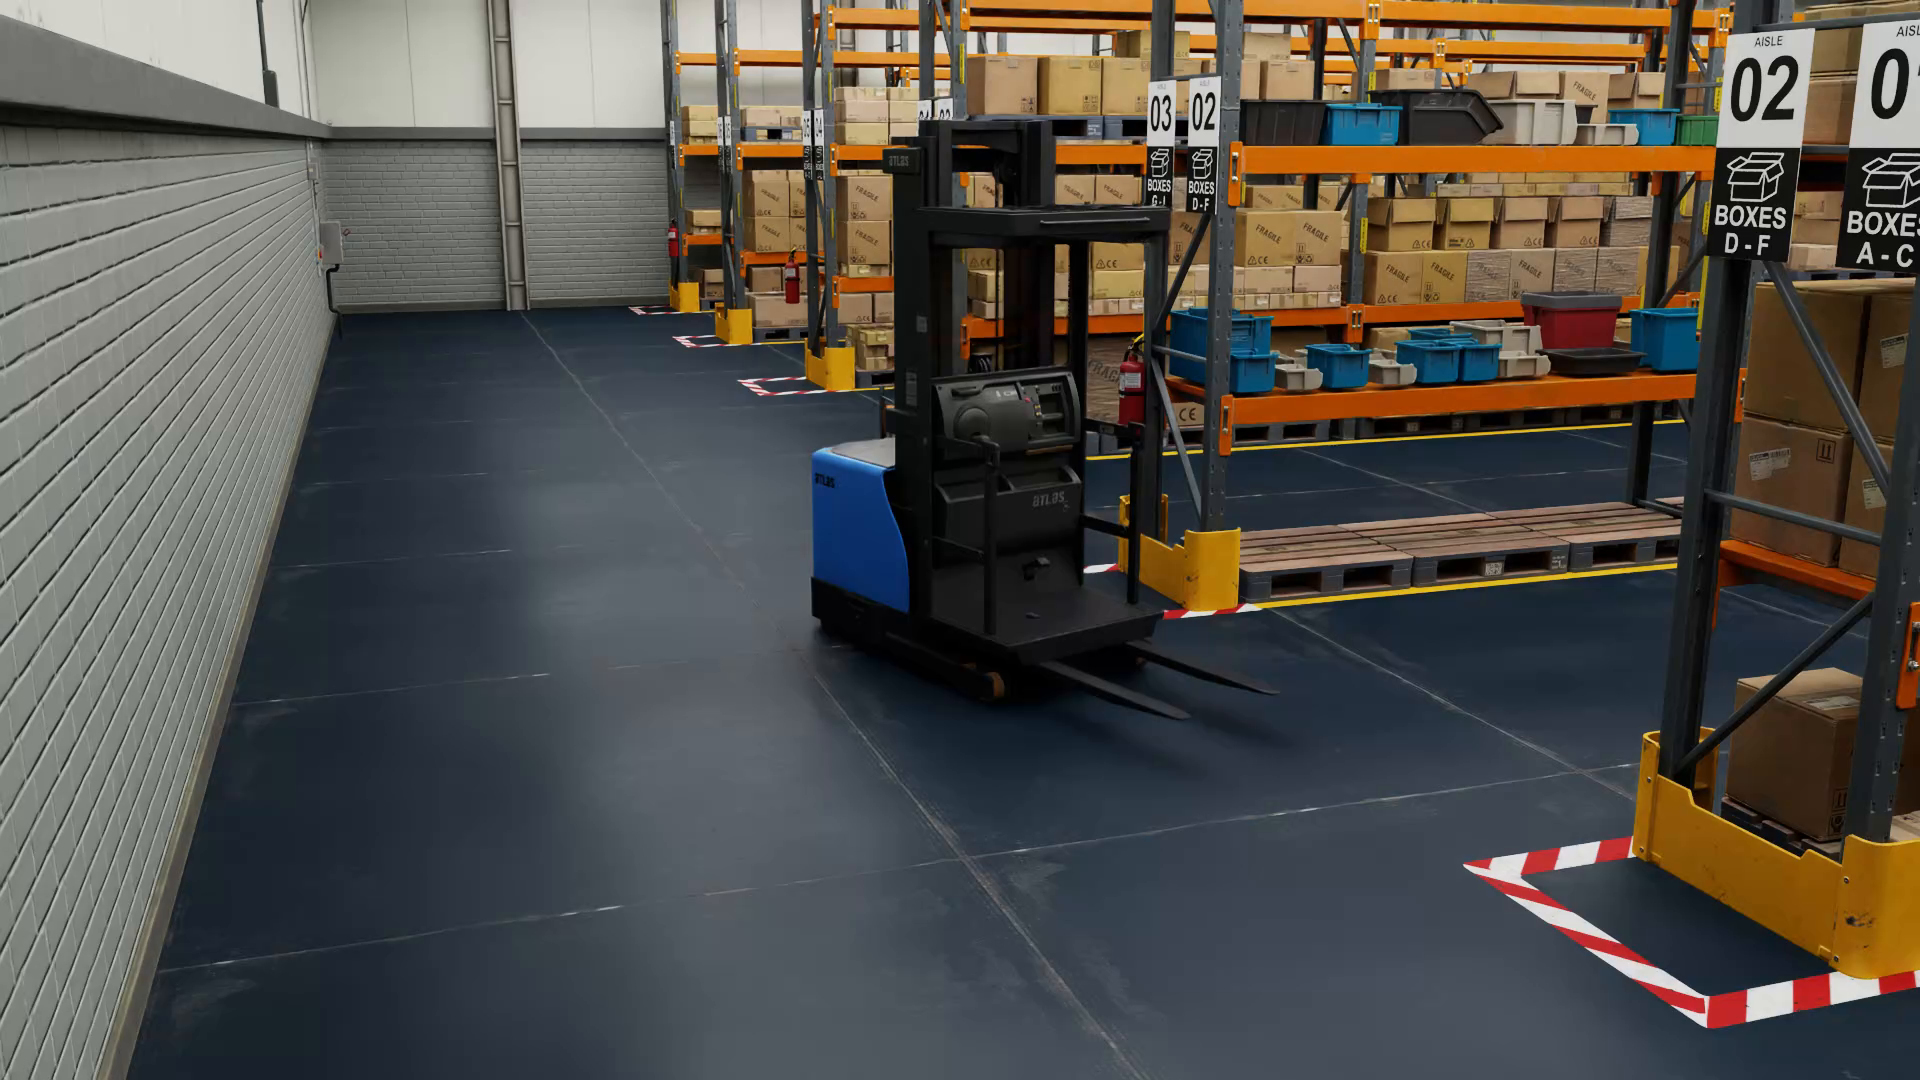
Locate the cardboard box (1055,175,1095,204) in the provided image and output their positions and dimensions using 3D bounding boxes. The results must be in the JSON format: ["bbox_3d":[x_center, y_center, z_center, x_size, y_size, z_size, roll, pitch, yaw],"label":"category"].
[{"bbox_3d":[1.301,-4.180,20.213,0.500,0.500,0.500,-5,14,-20],"label":"cardboard box"}]

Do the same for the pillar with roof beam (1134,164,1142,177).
[{"bbox_3d":[5.000,-8.363,27.857,0.400,9.000,9.100,-4,14,-18],"label":"pillar with roof beam"}]

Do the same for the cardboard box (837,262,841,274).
[{"bbox_3d":[-1.423,-3.302,20.085,0.250,0.149,0.380,-4,14,-18],"label":"cardboard box"}]

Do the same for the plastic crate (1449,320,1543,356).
[{"bbox_3d":[3.709,-1.351,11.467,0.530,0.282,0.437,-4,14,-18],"label":"plastic crate"}]

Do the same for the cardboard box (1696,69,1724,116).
[{"bbox_3d":[7.954,-4.563,17.064,0.500,0.500,0.500,-4,14,-18],"label":"cardboard box"}]

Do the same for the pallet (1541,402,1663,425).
[{"bbox_3d":[6.655,-1.435,17.719,1.213,0.211,1.003,-4,14,-18],"label":"pallet"}]

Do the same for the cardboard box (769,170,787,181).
[{"bbox_3d":[-2.666,-5.267,24.027,0.250,0.149,0.380,-4,14,-17],"label":"cardboard box"}]

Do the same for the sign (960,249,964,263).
[{"bbox_3d":[0.015,-2.580,14.467,0.005,0.325,0.100,-4,14,-18],"label":"sign"}]

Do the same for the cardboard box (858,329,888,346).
[{"bbox_3d":[-1.037,-2.409,19.756,0.250,0.149,0.380,-5,14,-21],"label":"cardboard box"}]

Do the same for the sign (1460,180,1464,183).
[{"bbox_3d":[8.237,-5.744,27.306,0.005,0.325,0.100,-4,14,-18],"label":"sign"}]

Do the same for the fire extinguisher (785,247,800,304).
[{"bbox_3d":[-2.028,-3.202,20.094,0.183,0.674,0.296,-4,14,-18],"label":"fire extinguisher"}]

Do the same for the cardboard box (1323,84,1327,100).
[{"bbox_3d":[4.427,-5.623,20.946,0.258,0.266,0.396,-4,14,-18],"label":"cardboard box"}]

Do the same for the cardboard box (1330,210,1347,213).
[{"bbox_3d":[4.952,-4.271,21.966,0.250,0.149,0.380,-5,14,-18],"label":"cardboard box"}]

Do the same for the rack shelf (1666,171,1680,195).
[{"bbox_3d":[7.110,-2.709,12.121,4.000,0.370,1.077,-4,14,-18],"label":"rack shelf"}]

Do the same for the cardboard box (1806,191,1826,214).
[{"bbox_3d":[12.092,-5.026,24.133,0.550,0.550,0.875,-4,14,-18],"label":"cardboard box"}]

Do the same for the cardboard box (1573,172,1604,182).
[{"bbox_3d":[10.500,-6.095,28.267,0.500,0.500,0.700,-5,14,-19],"label":"cardboard box"}]

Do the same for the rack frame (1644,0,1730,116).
[{"bbox_3d":[7.426,-5.752,16.878,0.127,3.000,1.000,-4,14,-18],"label":"rack frame"}]

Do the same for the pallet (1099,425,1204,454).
[{"bbox_3d":[1.731,-1.052,16.108,1.213,0.211,1.003,-4,14,-18],"label":"pallet"}]

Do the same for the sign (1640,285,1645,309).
[{"bbox_3d":[5.041,-1.707,12.240,0.005,0.325,0.100,-4,14,-18],"label":"sign"}]

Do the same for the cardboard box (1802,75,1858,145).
[{"bbox_3d":[3.403,-1.552,6.027,0.500,0.250,0.500,-4,14,-18],"label":"cardboard box"}]

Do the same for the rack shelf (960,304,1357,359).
[{"bbox_3d":[1.739,-2.040,15.793,4.000,0.370,1.077,-4,14,-18],"label":"rack shelf"}]

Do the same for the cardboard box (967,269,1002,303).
[{"bbox_3d":[0.385,-2.291,14.973,0.500,0.250,0.500,-5,14,-20],"label":"cardboard box"}]

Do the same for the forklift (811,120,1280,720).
[{"bbox_3d":[0.392,-0.707,8.782,1.130,2.935,3.031,-10,16,-35],"label":"forklift"}]

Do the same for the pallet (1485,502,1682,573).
[{"bbox_3d":[4.530,-0.032,11.823,1.213,0.211,1.003,-4,14,-18],"label":"pallet"}]

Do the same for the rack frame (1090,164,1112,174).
[{"bbox_3d":[2.679,-6.095,31.285,0.127,3.000,1.000,-4,14,-18],"label":"rack frame"}]

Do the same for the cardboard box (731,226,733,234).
[{"bbox_3d":[-4.040,-5.402,28.916,0.250,0.149,0.380,-5,14,-19],"label":"cardboard box"}]

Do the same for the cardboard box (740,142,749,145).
[{"bbox_3d":[-3.769,-6.850,28.521,0.250,0.149,0.380,-4,14,-17],"label":"cardboard box"}]

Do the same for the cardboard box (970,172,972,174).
[{"bbox_3d":[-0.001,-5.474,24.895,0.250,0.149,0.380,-4,14,-17],"label":"cardboard box"}]

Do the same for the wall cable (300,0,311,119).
[{"bbox_3d":[-9.708,-7.650,24.778,0.133,3.039,2.988,-4,14,-18],"label":"wall cable"}]

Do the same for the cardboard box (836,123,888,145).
[{"bbox_3d":[-1.135,-4.701,19.268,0.500,0.250,0.500,-4,14,-16],"label":"cardboard box"}]

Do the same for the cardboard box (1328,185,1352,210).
[{"bbox_3d":[6.235,-5.503,27.028,0.500,0.500,0.500,-5,14,-20],"label":"cardboard box"}]

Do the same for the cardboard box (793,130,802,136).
[{"bbox_3d":[-2.949,-7.129,28.830,0.500,0.250,0.500,-5,14,-19],"label":"cardboard box"}]

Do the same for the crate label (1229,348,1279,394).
[{"bbox_3d":[1.763,-1.050,10.308,0.303,0.233,0.416,-4,14,-18],"label":"crate label"}]

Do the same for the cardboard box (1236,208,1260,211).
[{"bbox_3d":[2.630,-2.961,16.168,0.500,0.500,0.500,-4,14,-18],"label":"cardboard box"}]

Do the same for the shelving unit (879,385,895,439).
[{"bbox_3d":[-0.006,-0.547,12.011,1.048,1.125,0.538,-4,14,-18],"label":"shelving unit"}]

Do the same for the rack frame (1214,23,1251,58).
[{"bbox_3d":[4.265,-7.925,26.015,0.127,3.000,1.000,-4,14,-18],"label":"rack frame"}]

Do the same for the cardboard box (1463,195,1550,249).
[{"bbox_3d":[5.476,-3.221,16.819,0.637,0.503,0.797,-4,14,-16],"label":"cardboard box"}]

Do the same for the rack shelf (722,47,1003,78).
[{"bbox_3d":[-1.421,-6.938,24.283,4.000,0.370,1.077,-4,14,-18],"label":"rack shelf"}]

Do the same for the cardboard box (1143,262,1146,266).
[{"bbox_3d":[1.674,-2.523,15.948,0.500,0.250,0.500,-4,14,-18],"label":"cardboard box"}]

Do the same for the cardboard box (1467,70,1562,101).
[{"bbox_3d":[5.497,-4.392,16.511,0.637,0.503,0.797,-5,14,-19],"label":"cardboard box"}]

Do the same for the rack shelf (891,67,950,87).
[{"bbox_3d":[0.783,-8.321,30.100,4.000,0.370,1.077,-4,14,-18],"label":"rack shelf"}]

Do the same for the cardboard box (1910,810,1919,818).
[{"bbox_3d":[3.743,1.121,6.122,0.250,0.166,0.380,-4,14,-18],"label":"cardboard box"}]

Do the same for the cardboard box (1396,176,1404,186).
[{"bbox_3d":[7.042,-5.878,27.204,0.250,0.149,0.380,-5,14,-20],"label":"cardboard box"}]

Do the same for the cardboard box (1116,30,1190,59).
[{"bbox_3d":[1.762,-4.515,15.202,0.500,0.250,0.500,-5,14,-20],"label":"cardboard box"}]

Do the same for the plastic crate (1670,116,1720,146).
[{"bbox_3d":[4.910,-2.710,11.031,0.662,0.188,0.450,-4,14,-18],"label":"plastic crate"}]

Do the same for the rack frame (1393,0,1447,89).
[{"bbox_3d":[5.940,-6.847,21.482,0.127,3.000,1.000,-4,14,-18],"label":"rack frame"}]

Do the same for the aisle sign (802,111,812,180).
[{"bbox_3d":[-1.807,-4.663,19.648,0.004,0.787,0.394,-4,14,-18],"label":"aisle sign"}]

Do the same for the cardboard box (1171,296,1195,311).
[{"bbox_3d":[1.991,-2.208,15.486,0.250,0.149,0.380,-4,14,-17],"label":"cardboard box"}]

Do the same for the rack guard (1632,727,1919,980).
[{"bbox_3d":[3.072,1.141,6.267,0.348,0.500,1.175,-4,14,-18],"label":"rack guard"}]

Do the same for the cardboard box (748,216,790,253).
[{"bbox_3d":[-2.770,-4.437,24.100,0.500,0.500,0.500,-5,14,-19],"label":"cardboard box"}]

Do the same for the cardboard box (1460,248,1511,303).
[{"bbox_3d":[5.101,-2.640,16.543,0.500,0.500,0.500,-5,14,-19],"label":"cardboard box"}]

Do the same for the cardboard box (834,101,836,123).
[{"bbox_3d":[-1.287,-5.057,19.684,0.500,0.250,0.500,-5,14,-20],"label":"cardboard box"}]
